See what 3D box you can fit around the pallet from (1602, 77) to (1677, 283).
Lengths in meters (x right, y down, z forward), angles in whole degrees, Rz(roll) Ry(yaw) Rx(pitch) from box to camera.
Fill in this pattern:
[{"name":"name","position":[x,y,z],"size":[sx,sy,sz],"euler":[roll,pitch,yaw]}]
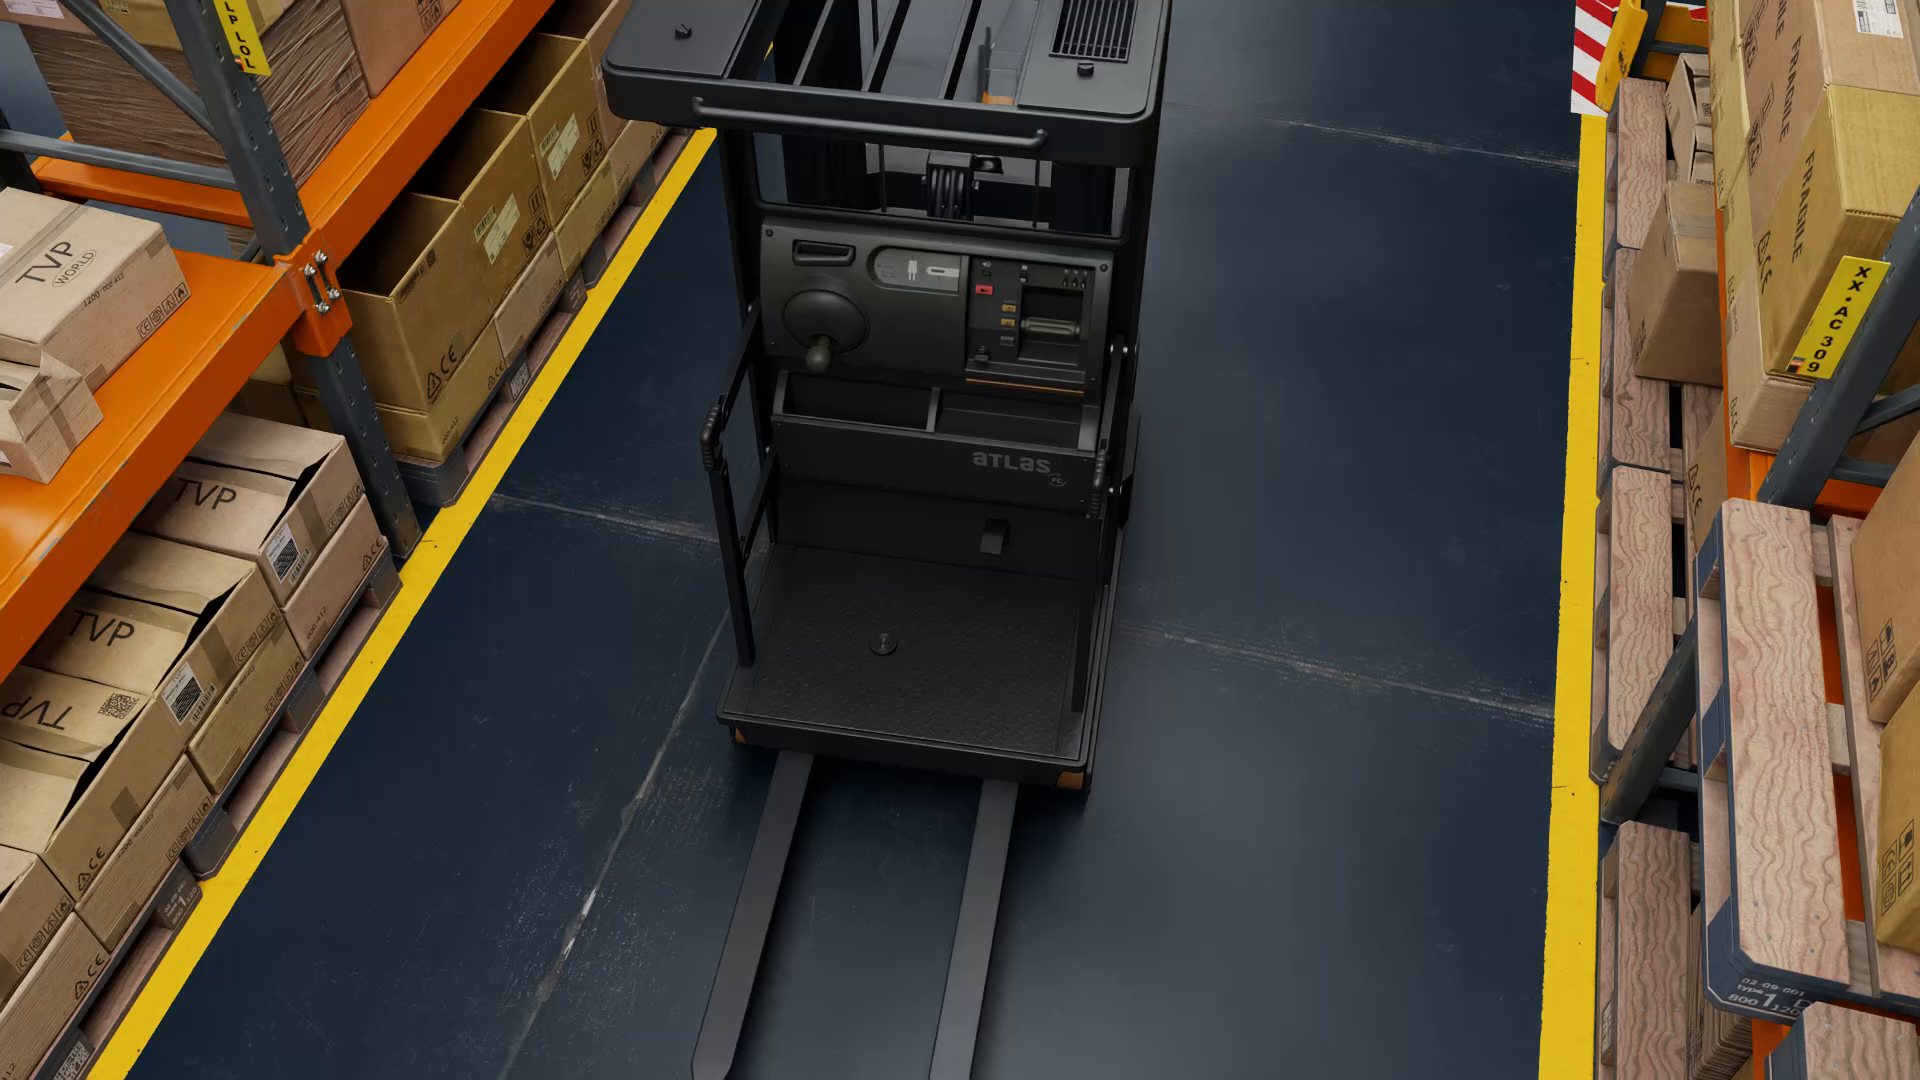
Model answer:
[{"name":"pallet","position":[3.207,-1.423,6.865],"size":[1.003,0.211,1.213],"euler":[12,50,10]}]

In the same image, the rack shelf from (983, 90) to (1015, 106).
[{"name":"rack shelf","position":[0.189,-1.493,5.849],"size":[0.258,0.103,0.180],"euler":[6,36,6]}]

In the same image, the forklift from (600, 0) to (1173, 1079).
[{"name":"forklift","position":[-0.102,-0.508,4.244],"size":[1.130,2.935,3.031],"euler":[7,49,6]}]

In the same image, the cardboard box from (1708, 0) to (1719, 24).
[{"name":"cardboard box","position":[2.778,-1.903,5.515],"size":[0.500,0.250,0.500],"euler":[11,49,9]}]

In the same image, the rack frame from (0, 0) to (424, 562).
[{"name":"rack frame","position":[-2.358,-1.063,4.688],"size":[1.000,3.000,0.127],"euler":[12,50,10]}]

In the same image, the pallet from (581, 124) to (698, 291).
[{"name":"pallet","position":[-1.789,-1.593,7.015],"size":[1.003,0.211,1.213],"euler":[12,50,10]}]

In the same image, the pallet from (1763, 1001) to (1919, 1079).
[{"name":"pallet","position":[1.851,1.429,2.616],"size":[1.003,0.211,1.213],"euler":[12,50,10]}]

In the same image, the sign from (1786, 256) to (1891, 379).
[{"name":"sign","position":[1.897,-0.476,3.592],"size":[0.100,0.325,0.005],"euler":[12,50,10]}]

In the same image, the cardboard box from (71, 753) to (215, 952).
[{"name":"cardboard box","position":[-2.456,0.801,4.597],"size":[0.500,0.250,0.500],"euler":[13,50,11]}]

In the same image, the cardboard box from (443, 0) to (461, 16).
[{"name":"cardboard box","position":[-1.979,-2.163,5.592],"size":[0.700,0.500,0.500],"euler":[12,50,11]}]

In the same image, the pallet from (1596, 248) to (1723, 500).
[{"name":"pallet","position":[2.884,-0.544,6.089],"size":[1.003,0.211,1.213],"euler":[12,50,10]}]

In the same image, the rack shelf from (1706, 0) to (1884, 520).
[{"name":"rack shelf","position":[2.949,-1.297,5.374],"size":[1.077,0.370,4.000],"euler":[12,50,10]}]

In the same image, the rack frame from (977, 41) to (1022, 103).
[{"name":"rack frame","position":[0.166,-1.184,5.959],"size":[0.240,1.200,0.006],"euler":[6,36,6]}]

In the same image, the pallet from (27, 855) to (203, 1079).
[{"name":"pallet","position":[-2.833,1.285,4.475],"size":[1.003,0.211,1.213],"euler":[12,50,10]}]

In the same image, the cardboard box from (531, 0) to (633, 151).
[{"name":"cardboard box","position":[-1.541,-1.899,6.479],"size":[0.500,0.500,0.500],"euler":[12,50,10]}]

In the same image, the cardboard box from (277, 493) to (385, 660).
[{"name":"cardboard box","position":[-2.187,0.065,5.246],"size":[0.500,0.250,0.500],"euler":[11,50,10]}]

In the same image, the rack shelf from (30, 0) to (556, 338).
[{"name":"rack shelf","position":[-1.831,-2.272,6.234],"size":[1.077,0.370,4.000],"euler":[12,50,10]}]

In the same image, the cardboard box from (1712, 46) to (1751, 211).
[{"name":"cardboard box","position":[2.511,-1.173,4.872],"size":[0.500,0.250,0.500],"euler":[11,50,10]}]

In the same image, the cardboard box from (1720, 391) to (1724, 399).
[{"name":"cardboard box","position":[2.863,-0.443,5.749],"size":[0.380,0.149,0.250],"euler":[8,49,7]}]

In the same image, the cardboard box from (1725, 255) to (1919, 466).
[{"name":"cardboard box","position":[2.255,-0.448,4.231],"size":[0.500,0.250,0.500],"euler":[12,50,10]}]

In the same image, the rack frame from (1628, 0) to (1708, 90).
[{"name":"rack frame","position":[3.475,-2.982,6.381],"size":[1.000,3.000,0.127],"euler":[12,50,10]}]

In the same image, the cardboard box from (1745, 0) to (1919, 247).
[{"name":"cardboard box","position":[2.374,-1.059,4.270],"size":[0.500,0.500,0.500],"euler":[11,50,10]}]

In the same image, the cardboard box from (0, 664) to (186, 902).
[{"name":"cardboard box","position":[-2.452,0.610,4.391],"size":[0.500,0.311,0.500],"euler":[11,50,10]}]

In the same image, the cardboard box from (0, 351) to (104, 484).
[{"name":"cardboard box","position":[-2.412,-0.346,4.145],"size":[0.396,0.266,0.258],"euler":[10,49,9]}]

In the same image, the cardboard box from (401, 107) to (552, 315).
[{"name":"cardboard box","position":[-1.810,-1.177,5.842],"size":[0.500,0.500,0.500],"euler":[12,50,10]}]

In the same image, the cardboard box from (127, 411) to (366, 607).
[{"name":"cardboard box","position":[-2.188,-0.128,5.042],"size":[0.500,0.311,0.500],"euler":[12,50,10]}]

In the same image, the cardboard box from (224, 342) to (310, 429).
[{"name":"cardboard box","position":[-2.446,-0.671,5.895],"size":[0.500,0.250,0.500],"euler":[12,50,10]}]

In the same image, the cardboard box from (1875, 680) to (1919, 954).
[{"name":"cardboard box","position":[2.101,0.497,2.950],"size":[0.700,0.500,0.500],"euler":[16,51,14]}]

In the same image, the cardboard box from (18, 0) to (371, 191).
[{"name":"cardboard box","position":[-2.247,-1.418,4.935],"size":[0.700,0.500,0.500],"euler":[10,49,9]}]

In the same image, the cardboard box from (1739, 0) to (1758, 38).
[{"name":"cardboard box","position":[2.653,-1.797,4.922],"size":[0.500,0.500,0.500],"euler":[13,50,11]}]

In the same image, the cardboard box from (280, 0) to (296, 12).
[{"name":"cardboard box","position":[-2.034,-1.649,4.705],"size":[0.380,0.149,0.250],"euler":[12,50,11]}]

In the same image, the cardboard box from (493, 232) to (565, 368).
[{"name":"cardboard box","position":[-1.807,-0.928,6.123],"size":[0.500,0.250,0.500],"euler":[12,50,10]}]

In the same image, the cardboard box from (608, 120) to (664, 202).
[{"name":"cardboard box","position":[-1.544,-1.652,6.761],"size":[0.500,0.250,0.500],"euler":[12,50,10]}]

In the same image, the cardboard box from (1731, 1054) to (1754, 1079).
[{"name":"cardboard box","position":[2.157,1.513,3.788],"size":[0.700,0.500,0.500],"euler":[11,49,9]}]

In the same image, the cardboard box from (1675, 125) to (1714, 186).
[{"name":"cardboard box","position":[3.056,-1.342,6.434],"size":[0.500,0.311,0.500],"euler":[15,50,13]}]

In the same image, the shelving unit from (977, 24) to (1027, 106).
[{"name":"shelving unit","position":[0.179,-1.237,6.033],"size":[0.258,1.200,0.189],"euler":[6,36,6]}]
